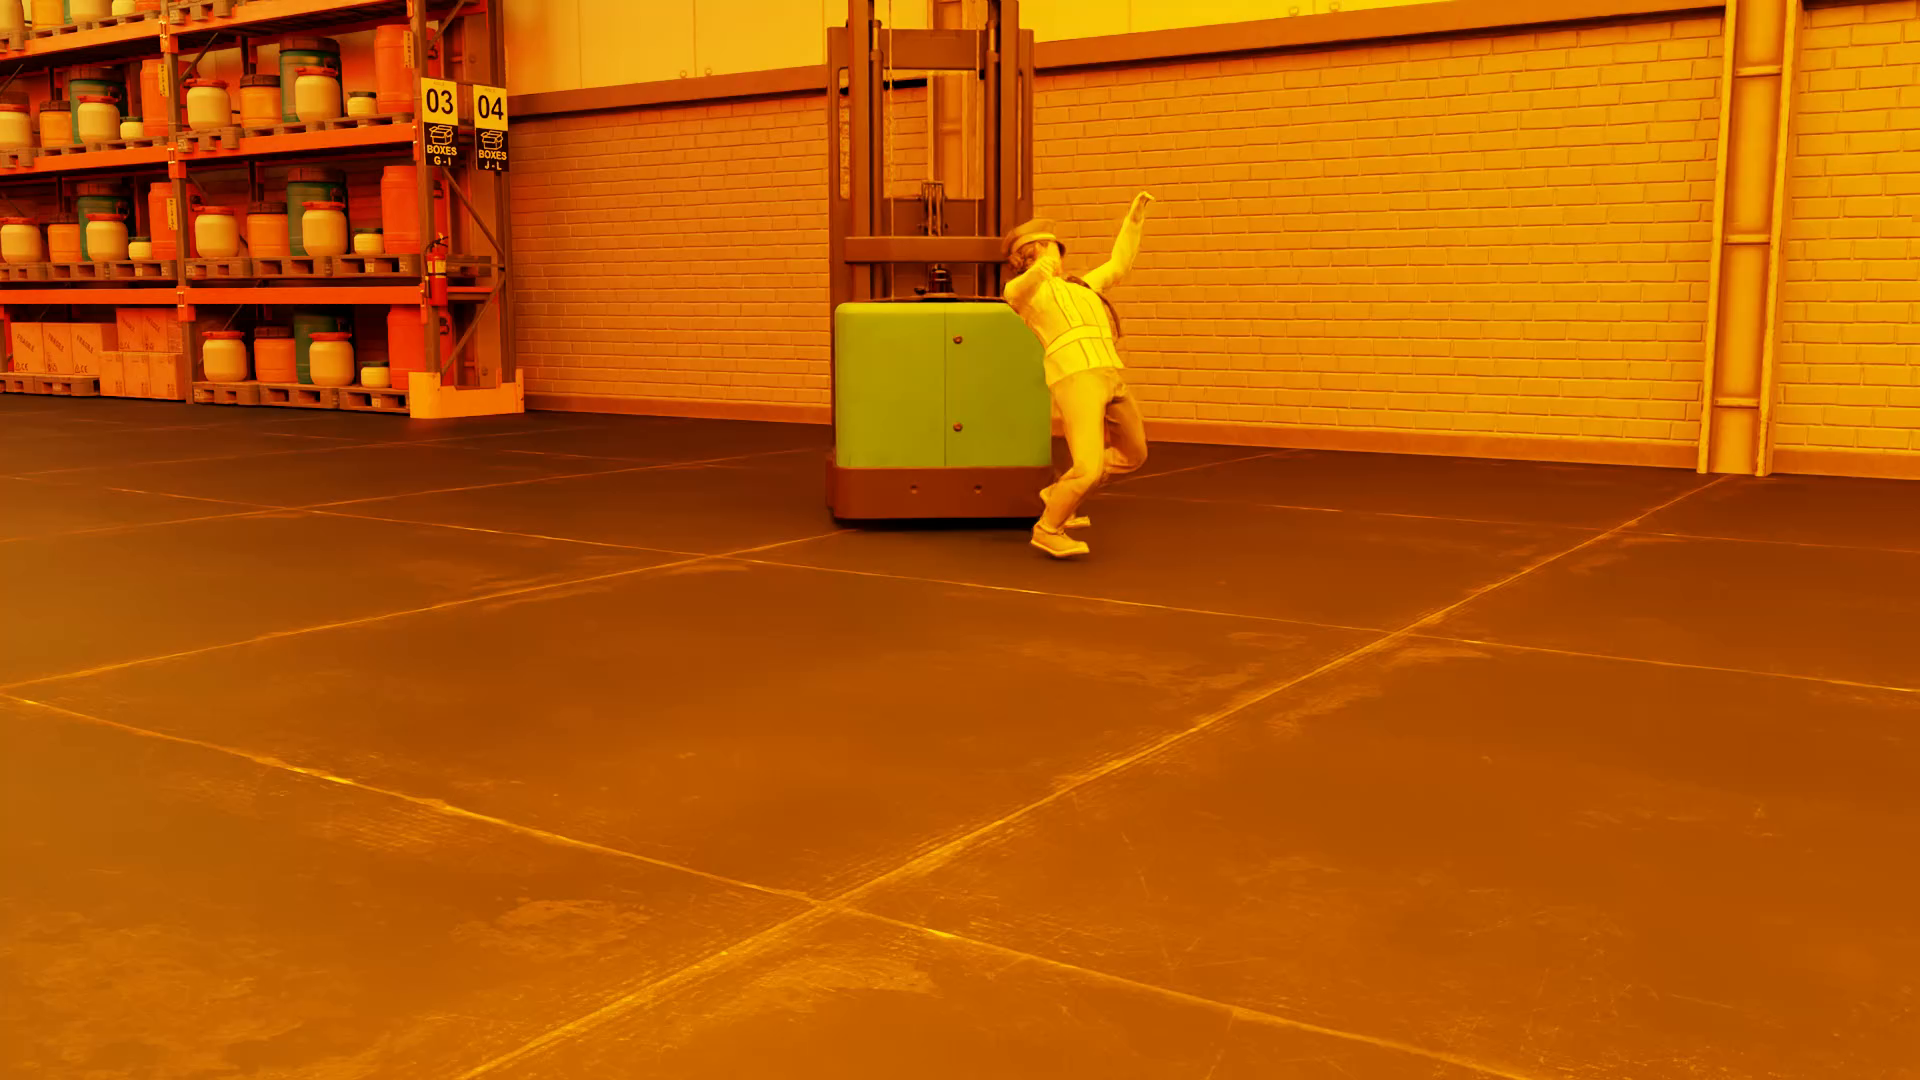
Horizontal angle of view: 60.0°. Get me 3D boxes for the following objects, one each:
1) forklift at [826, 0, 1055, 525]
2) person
[{"bbox_3d":[-0.174,-1.695,9.115,1.130,2.935,3.031,-1,8,-4],"label":"forklift"},{"bbox_3d":[0.374,-0.687,6.937,0.698,1.511,0.979,4,9,27],"label":"person"}]
